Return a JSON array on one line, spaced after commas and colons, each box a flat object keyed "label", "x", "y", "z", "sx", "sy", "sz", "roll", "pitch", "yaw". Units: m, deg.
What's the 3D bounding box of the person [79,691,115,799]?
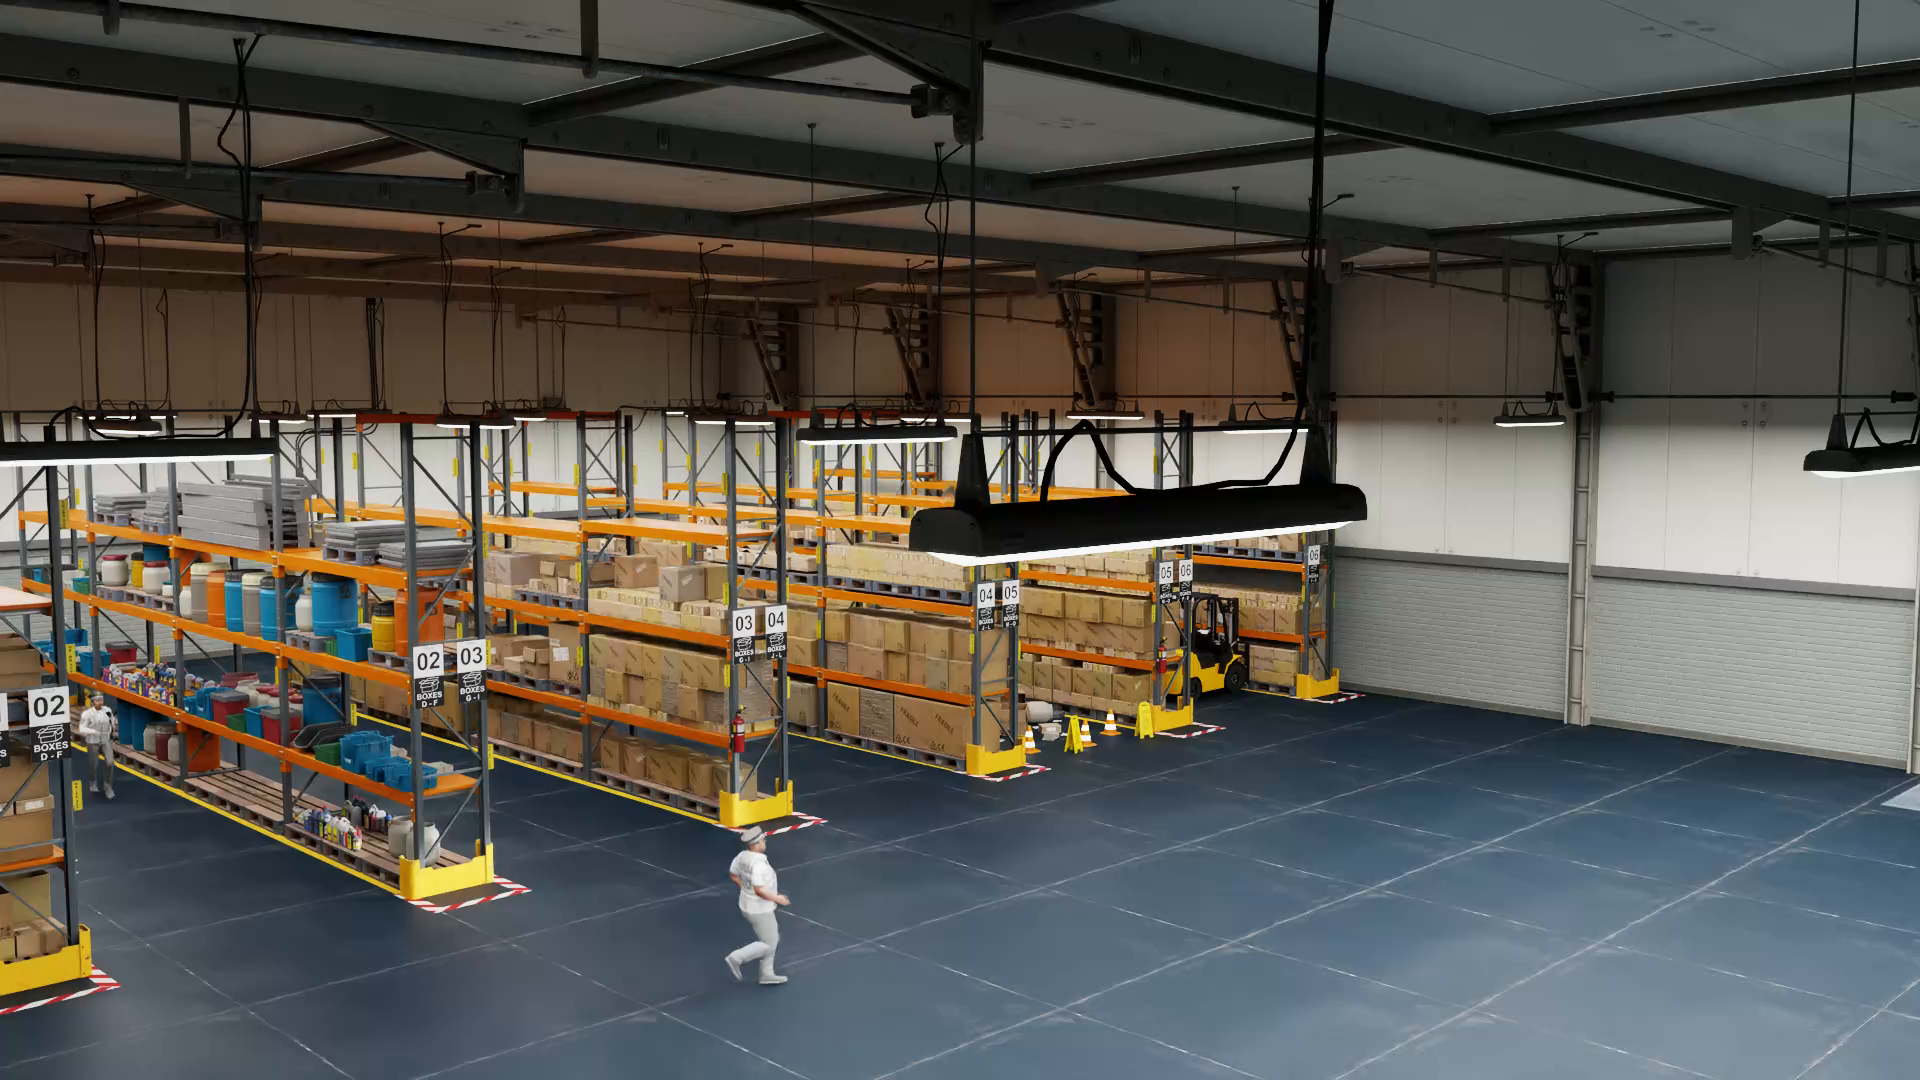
[{"label": "person", "x": -13.578, "y": 3.220, "z": 26.219, "sx": 0.556, "sy": 1.725, "sz": 0.769, "roll": -4, "pitch": 6, "yaw": -38}]

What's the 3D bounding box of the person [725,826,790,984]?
[{"label": "person", "x": -2.201, "y": 3.924, "z": 17.765, "sx": 0.752, "sy": 1.757, "sz": 0.663, "roll": -3, "pitch": 6, "yaw": -29}]
